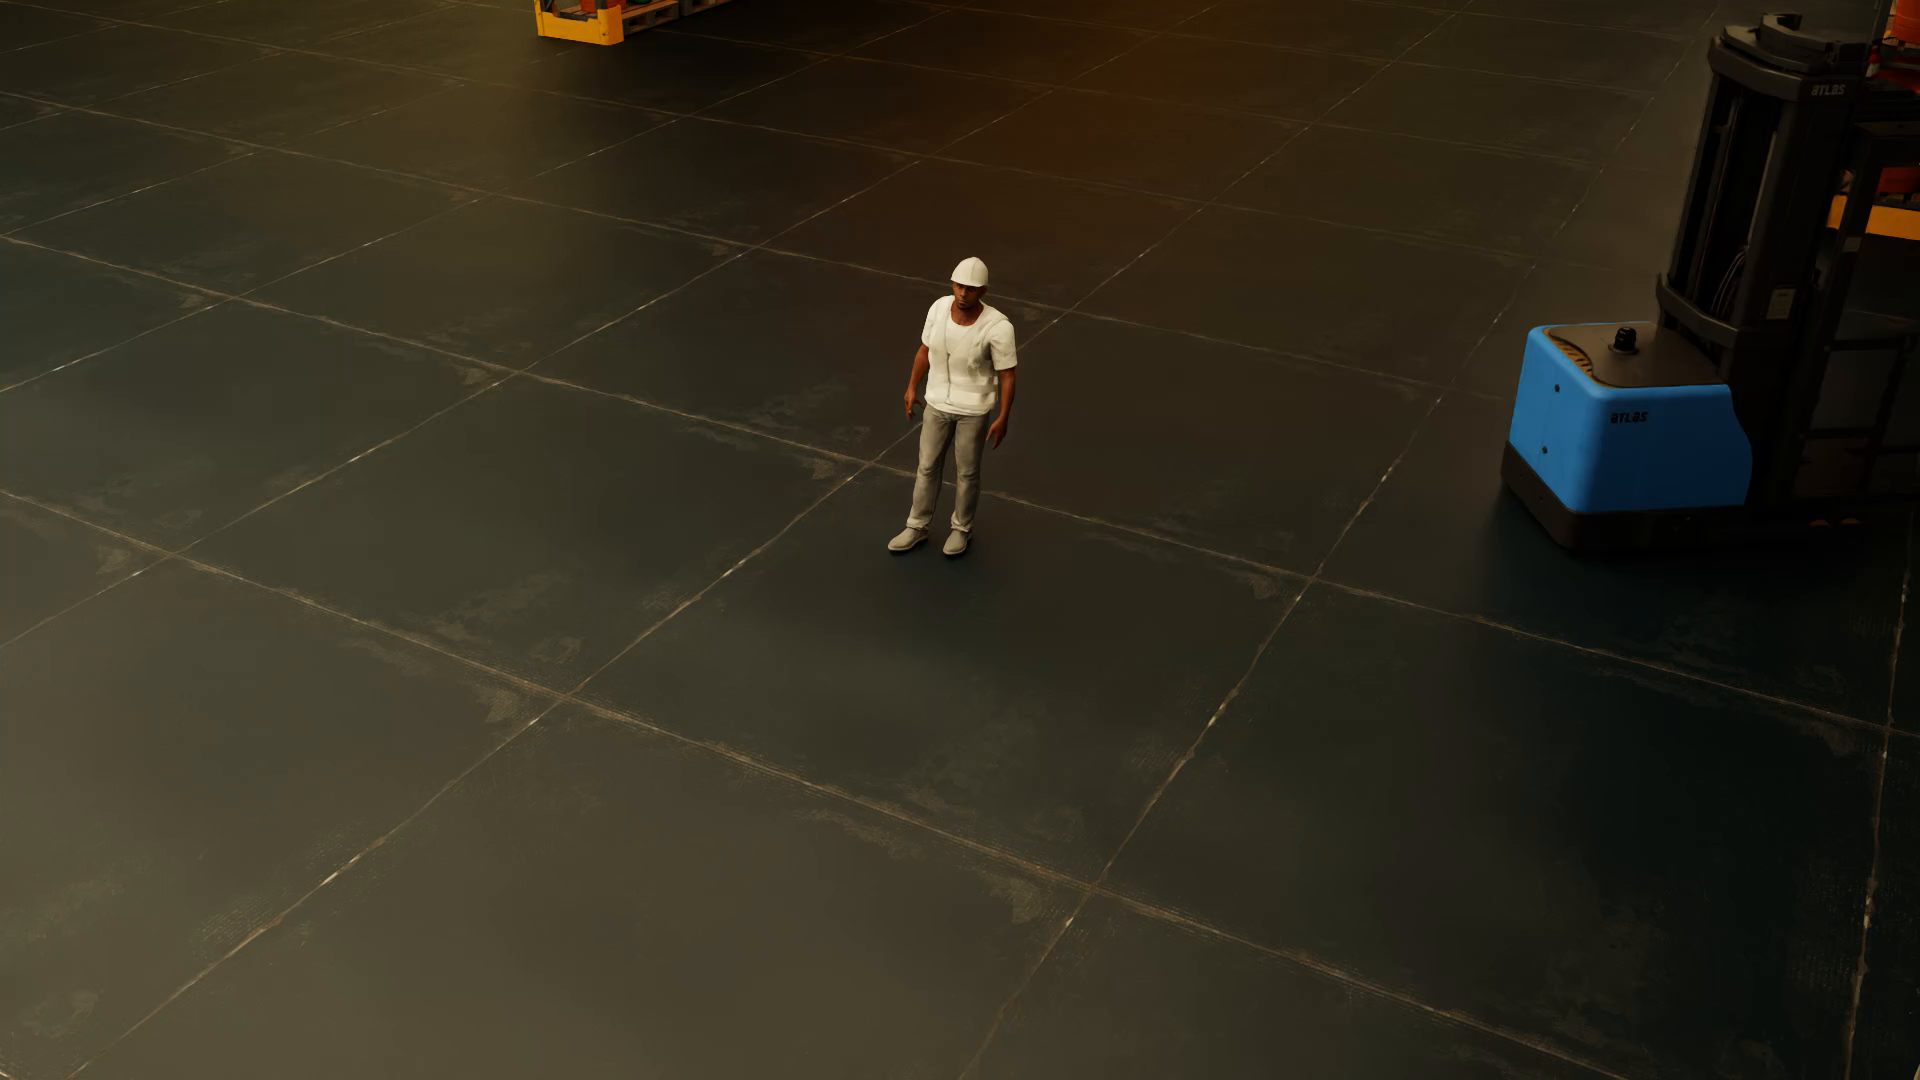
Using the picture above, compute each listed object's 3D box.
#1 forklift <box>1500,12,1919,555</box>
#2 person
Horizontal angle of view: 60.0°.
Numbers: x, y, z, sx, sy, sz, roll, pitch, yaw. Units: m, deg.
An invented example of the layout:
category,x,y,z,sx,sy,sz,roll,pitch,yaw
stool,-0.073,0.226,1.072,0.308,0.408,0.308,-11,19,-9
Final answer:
category,x,y,z,sx,sy,sz,roll,pitch,yaw
forklift,4.989,-1.484,9.643,3.031,2.935,1.130,-3,30,-5
person,-0.039,-0.743,9.508,0.665,1.765,0.577,15,33,25
